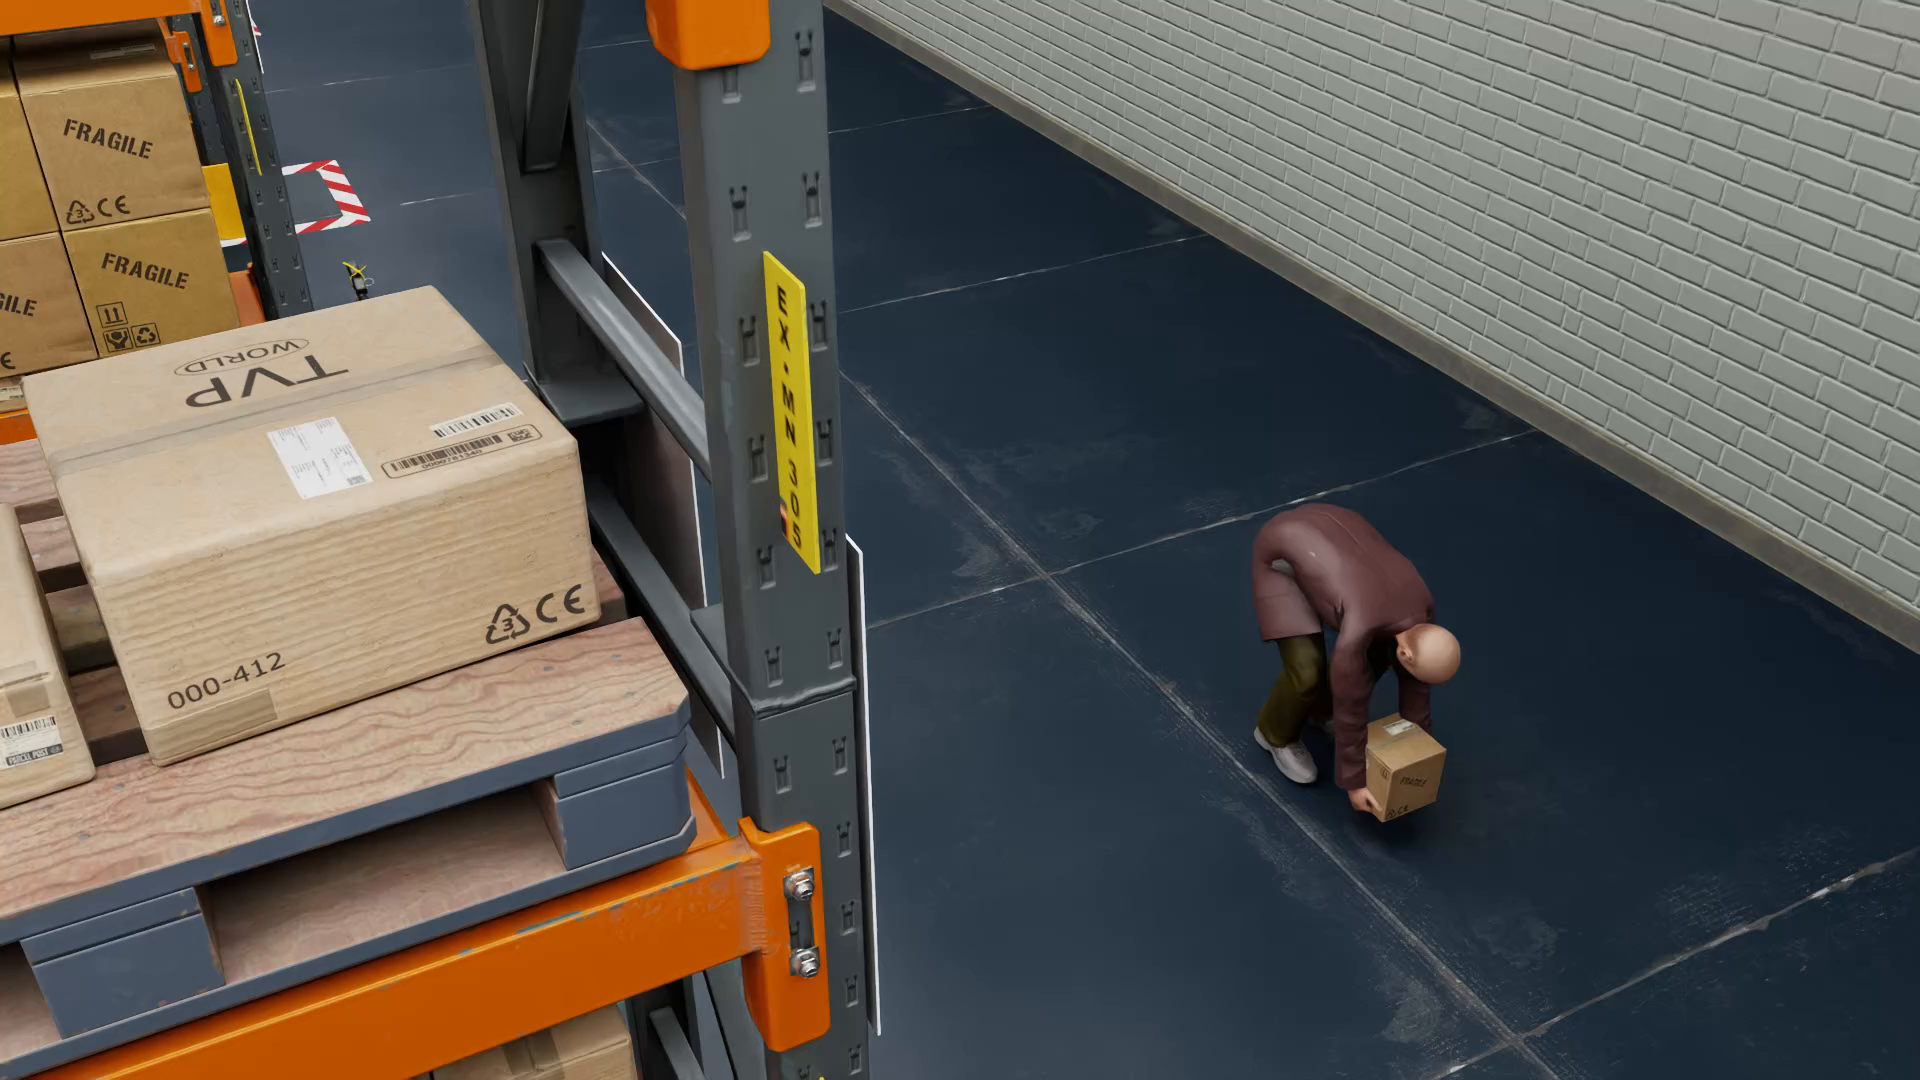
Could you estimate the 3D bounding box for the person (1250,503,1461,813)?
[{"bbox_3d":[1.437,0.443,6.131,0.582,1.052,0.946,-18,37,-25],"label":"person"}]
